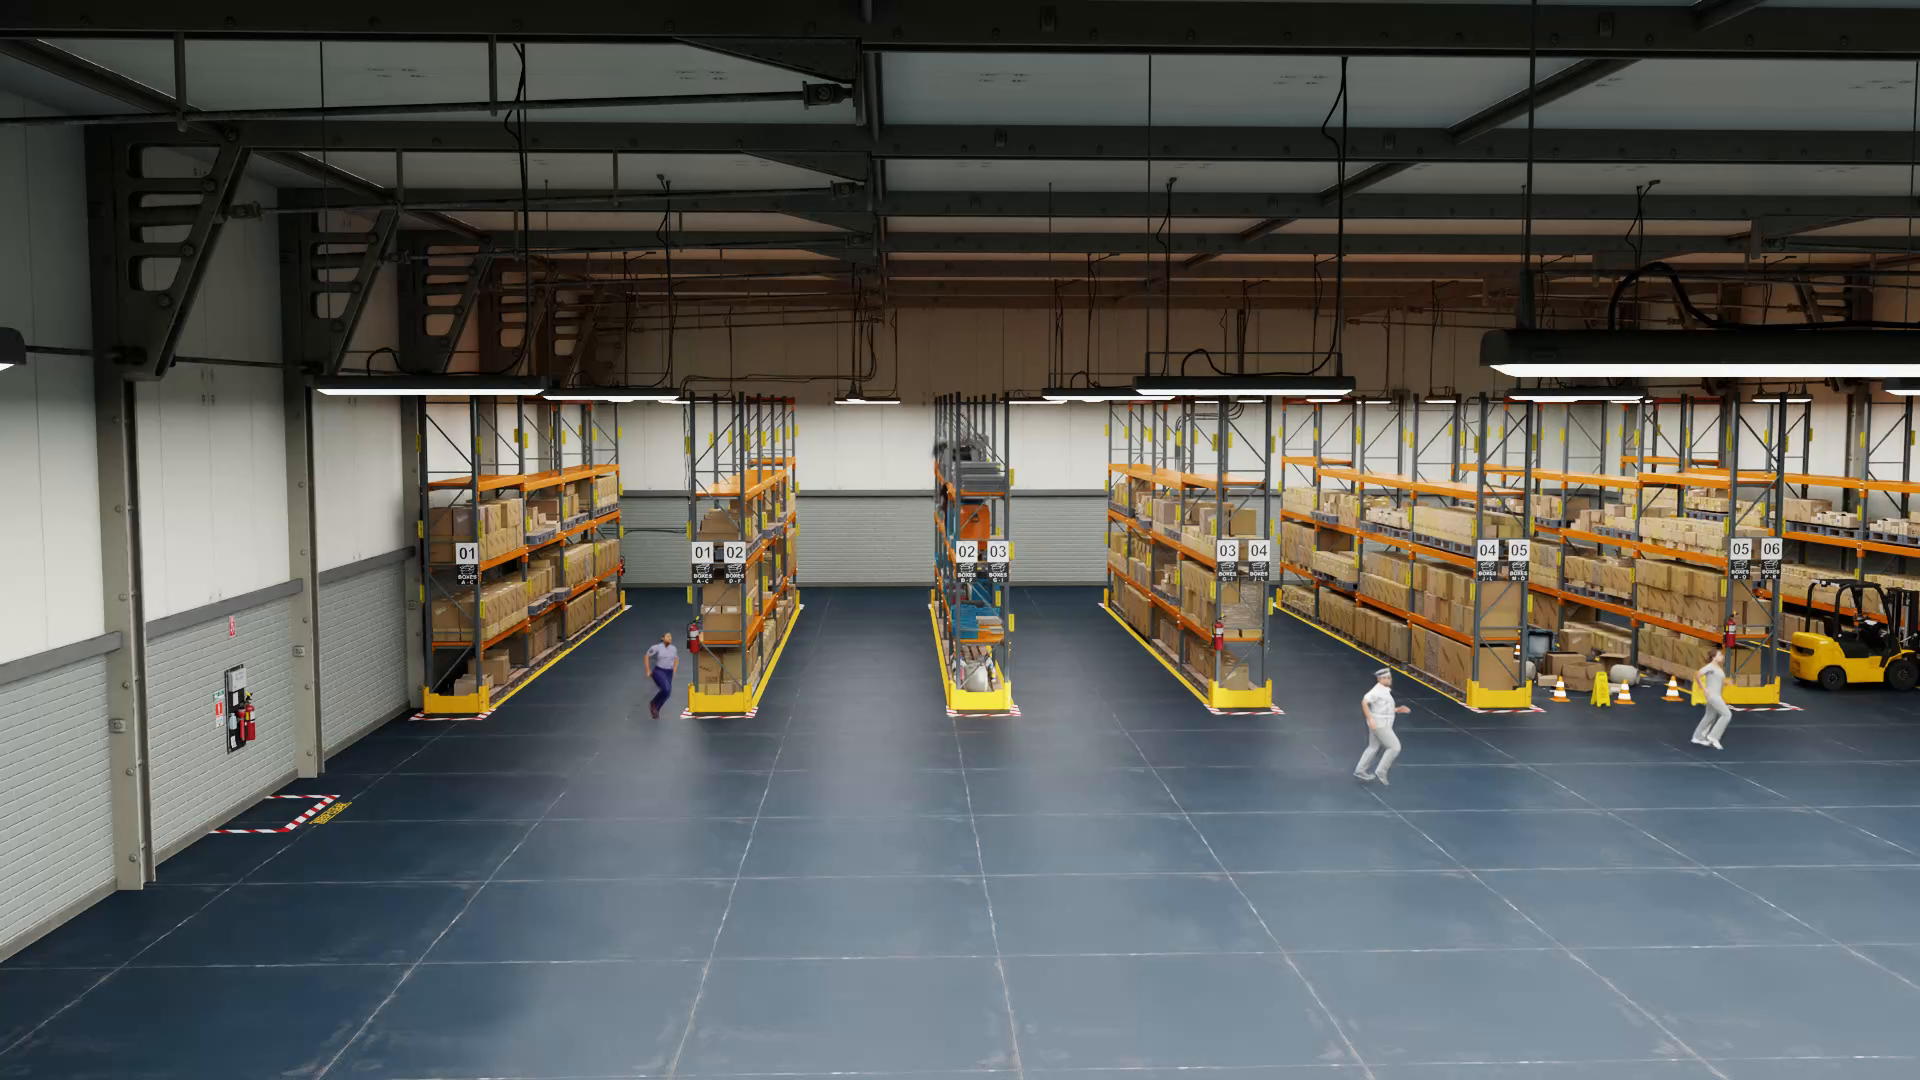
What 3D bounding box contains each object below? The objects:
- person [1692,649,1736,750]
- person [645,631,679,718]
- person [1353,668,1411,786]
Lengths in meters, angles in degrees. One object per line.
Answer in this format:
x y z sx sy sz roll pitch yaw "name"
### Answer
12.646 2.654 27.877 0.661 1.679 0.546 3 6 35 "person"
-5.411 2.482 30.572 0.625 1.579 0.578 -4 6 -44 "person"
6.405 2.835 25.205 0.814 1.810 0.627 1 5 16 "person"
